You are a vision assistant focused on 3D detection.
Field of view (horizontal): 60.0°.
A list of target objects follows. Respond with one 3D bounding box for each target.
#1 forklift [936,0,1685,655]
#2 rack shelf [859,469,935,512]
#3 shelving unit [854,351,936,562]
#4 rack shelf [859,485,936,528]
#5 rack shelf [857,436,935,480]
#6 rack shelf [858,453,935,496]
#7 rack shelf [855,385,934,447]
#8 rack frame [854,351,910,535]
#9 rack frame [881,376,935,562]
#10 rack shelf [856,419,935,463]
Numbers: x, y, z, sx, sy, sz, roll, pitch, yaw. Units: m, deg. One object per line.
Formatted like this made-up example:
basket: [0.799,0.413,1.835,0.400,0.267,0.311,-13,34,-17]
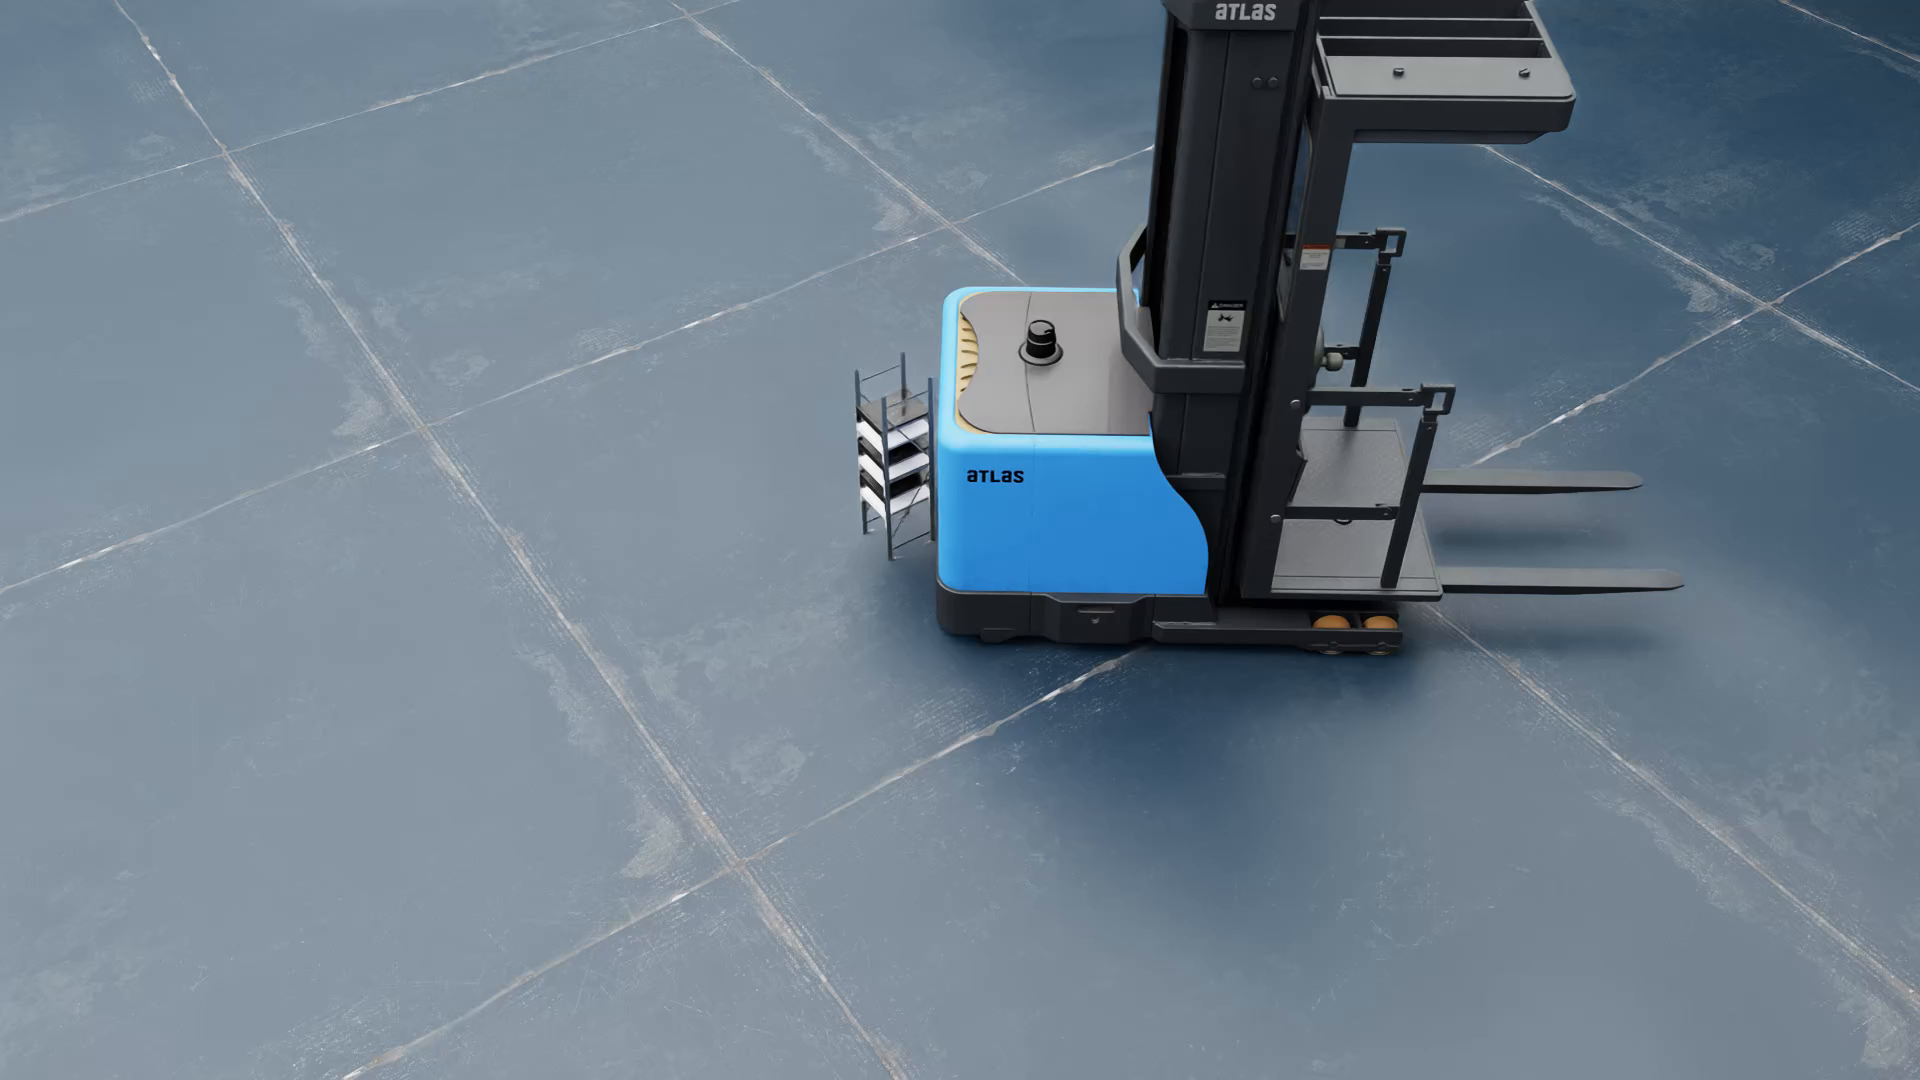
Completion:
forklift: [1.426,-0.967,6.131,3.031,2.935,1.130,1,44,1]
rack shelf: [-0.266,-0.248,7.028,0.258,0.077,0.200,-25,49,-24]
shelving unit: [-0.266,-0.337,6.943,0.258,0.900,0.210,-25,49,-24]
rack shelf: [-0.266,-0.183,7.090,0.258,0.077,0.200,-25,49,-24]
rack shelf: [-0.266,-0.378,6.903,0.258,0.077,0.200,-25,49,-24]
rack shelf: [-0.266,-0.313,6.966,0.258,0.077,0.200,-25,49,-24]
rack shelf: [-0.267,-0.508,6.779,0.258,0.077,0.200,-25,49,-24]
rack frame: [-0.323,-0.395,7.003,0.240,0.900,0.006,-25,49,-24]
rack frame: [-0.210,-0.279,6.882,0.240,0.900,0.006,-25,49,-24]
rack shelf: [-0.267,-0.443,6.841,0.258,0.077,0.200,-25,49,-24]
